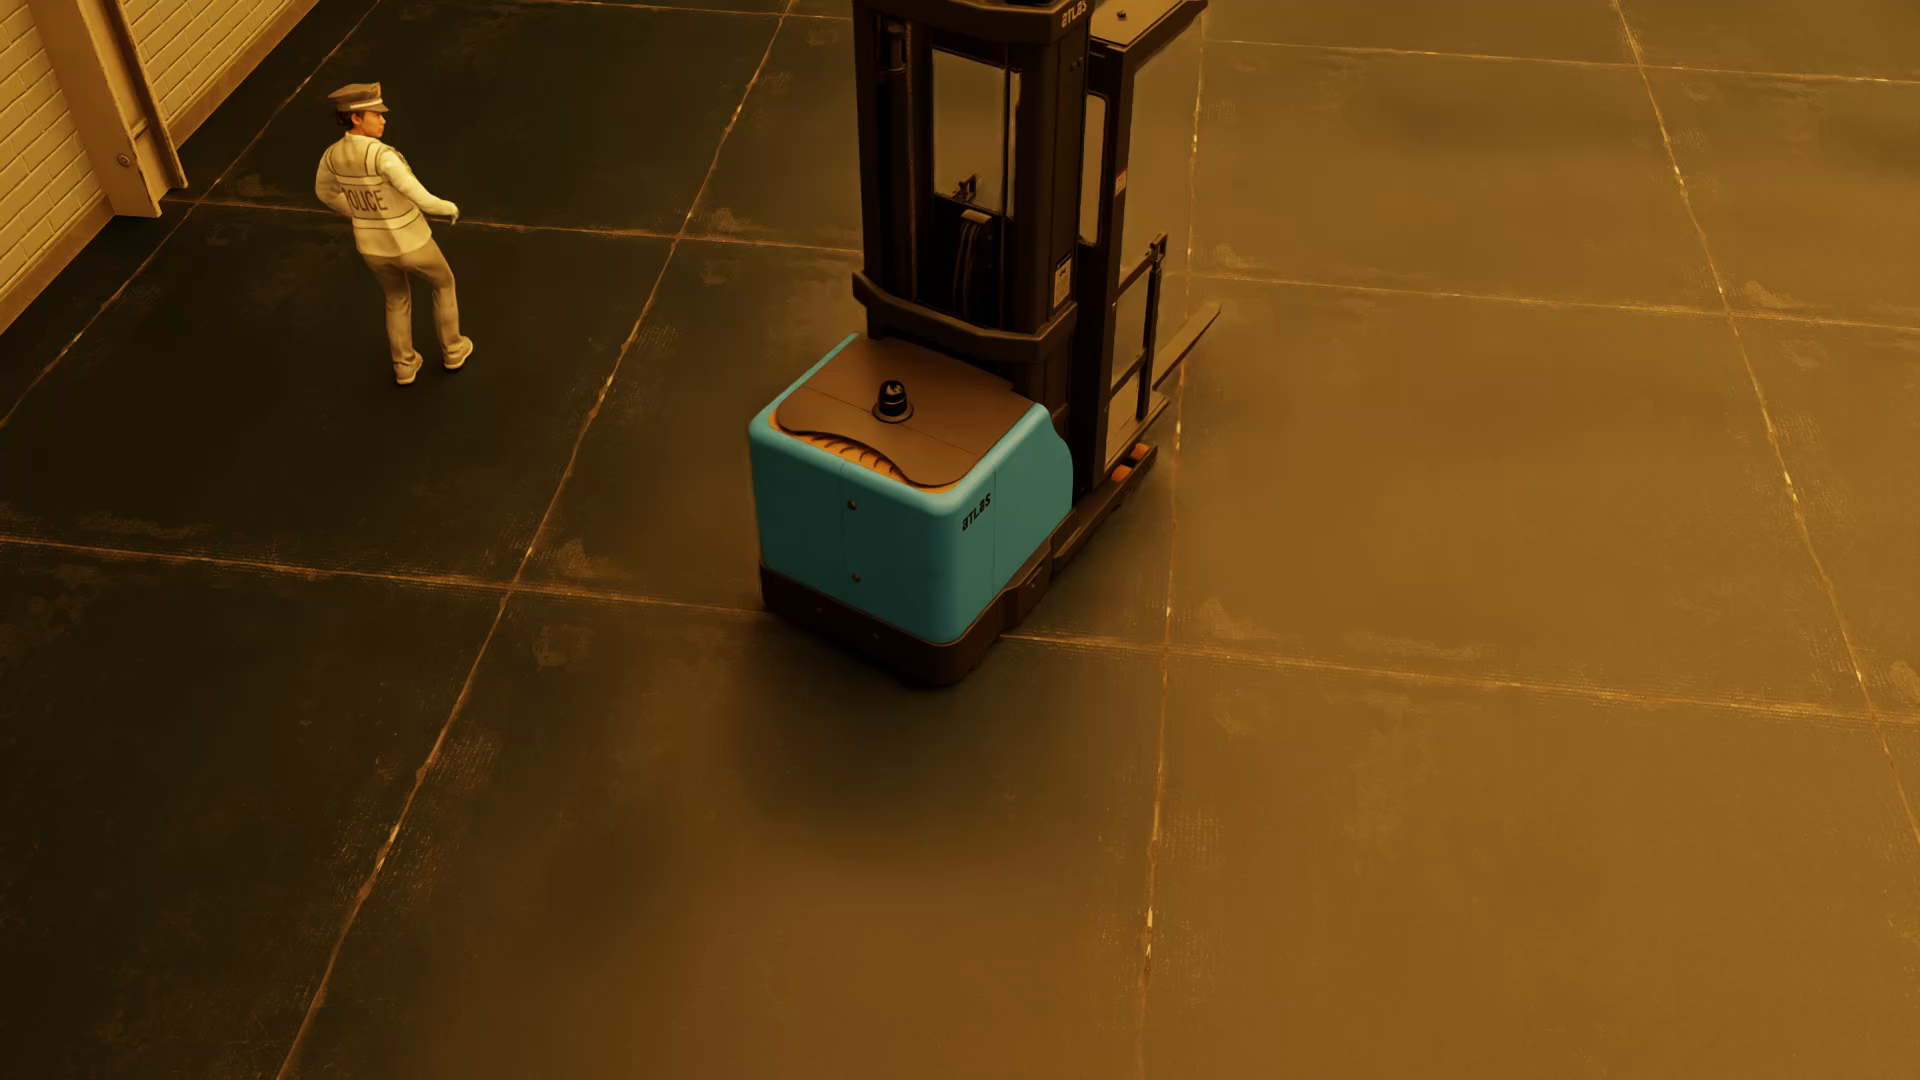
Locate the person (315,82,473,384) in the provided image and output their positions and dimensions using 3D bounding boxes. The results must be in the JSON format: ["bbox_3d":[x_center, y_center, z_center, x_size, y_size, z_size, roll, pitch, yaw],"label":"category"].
[{"bbox_3d":[-2.848,-1.530,8.369,0.712,1.632,0.481,8,43,9],"label":"person"}]

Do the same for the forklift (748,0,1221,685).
[{"bbox_3d":[0.317,-1.436,7.287,1.130,2.935,3.031,23,47,23],"label":"forklift"}]
